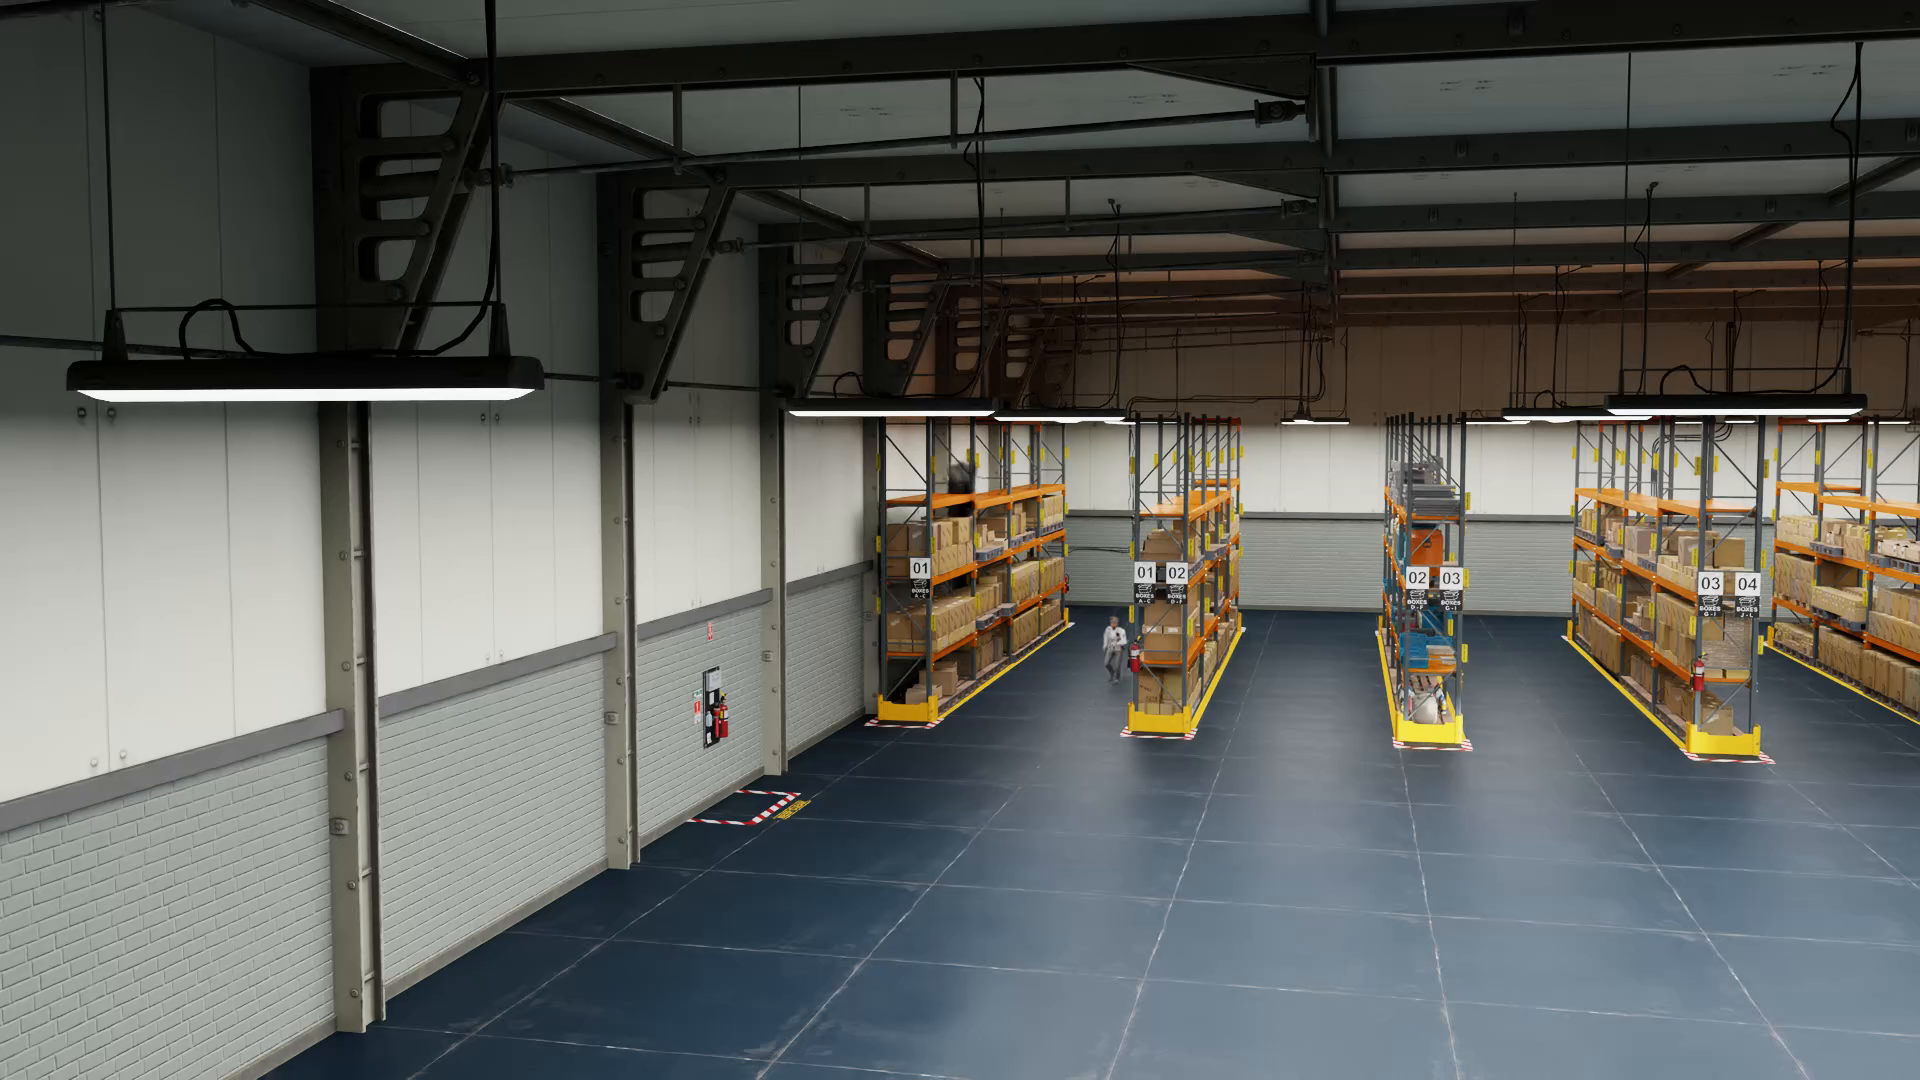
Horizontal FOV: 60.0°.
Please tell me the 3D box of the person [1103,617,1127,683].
[{"bbox_3d":[3.420,2.447,36.888,0.624,1.549,0.852,1,4,20],"label":"person"}]
